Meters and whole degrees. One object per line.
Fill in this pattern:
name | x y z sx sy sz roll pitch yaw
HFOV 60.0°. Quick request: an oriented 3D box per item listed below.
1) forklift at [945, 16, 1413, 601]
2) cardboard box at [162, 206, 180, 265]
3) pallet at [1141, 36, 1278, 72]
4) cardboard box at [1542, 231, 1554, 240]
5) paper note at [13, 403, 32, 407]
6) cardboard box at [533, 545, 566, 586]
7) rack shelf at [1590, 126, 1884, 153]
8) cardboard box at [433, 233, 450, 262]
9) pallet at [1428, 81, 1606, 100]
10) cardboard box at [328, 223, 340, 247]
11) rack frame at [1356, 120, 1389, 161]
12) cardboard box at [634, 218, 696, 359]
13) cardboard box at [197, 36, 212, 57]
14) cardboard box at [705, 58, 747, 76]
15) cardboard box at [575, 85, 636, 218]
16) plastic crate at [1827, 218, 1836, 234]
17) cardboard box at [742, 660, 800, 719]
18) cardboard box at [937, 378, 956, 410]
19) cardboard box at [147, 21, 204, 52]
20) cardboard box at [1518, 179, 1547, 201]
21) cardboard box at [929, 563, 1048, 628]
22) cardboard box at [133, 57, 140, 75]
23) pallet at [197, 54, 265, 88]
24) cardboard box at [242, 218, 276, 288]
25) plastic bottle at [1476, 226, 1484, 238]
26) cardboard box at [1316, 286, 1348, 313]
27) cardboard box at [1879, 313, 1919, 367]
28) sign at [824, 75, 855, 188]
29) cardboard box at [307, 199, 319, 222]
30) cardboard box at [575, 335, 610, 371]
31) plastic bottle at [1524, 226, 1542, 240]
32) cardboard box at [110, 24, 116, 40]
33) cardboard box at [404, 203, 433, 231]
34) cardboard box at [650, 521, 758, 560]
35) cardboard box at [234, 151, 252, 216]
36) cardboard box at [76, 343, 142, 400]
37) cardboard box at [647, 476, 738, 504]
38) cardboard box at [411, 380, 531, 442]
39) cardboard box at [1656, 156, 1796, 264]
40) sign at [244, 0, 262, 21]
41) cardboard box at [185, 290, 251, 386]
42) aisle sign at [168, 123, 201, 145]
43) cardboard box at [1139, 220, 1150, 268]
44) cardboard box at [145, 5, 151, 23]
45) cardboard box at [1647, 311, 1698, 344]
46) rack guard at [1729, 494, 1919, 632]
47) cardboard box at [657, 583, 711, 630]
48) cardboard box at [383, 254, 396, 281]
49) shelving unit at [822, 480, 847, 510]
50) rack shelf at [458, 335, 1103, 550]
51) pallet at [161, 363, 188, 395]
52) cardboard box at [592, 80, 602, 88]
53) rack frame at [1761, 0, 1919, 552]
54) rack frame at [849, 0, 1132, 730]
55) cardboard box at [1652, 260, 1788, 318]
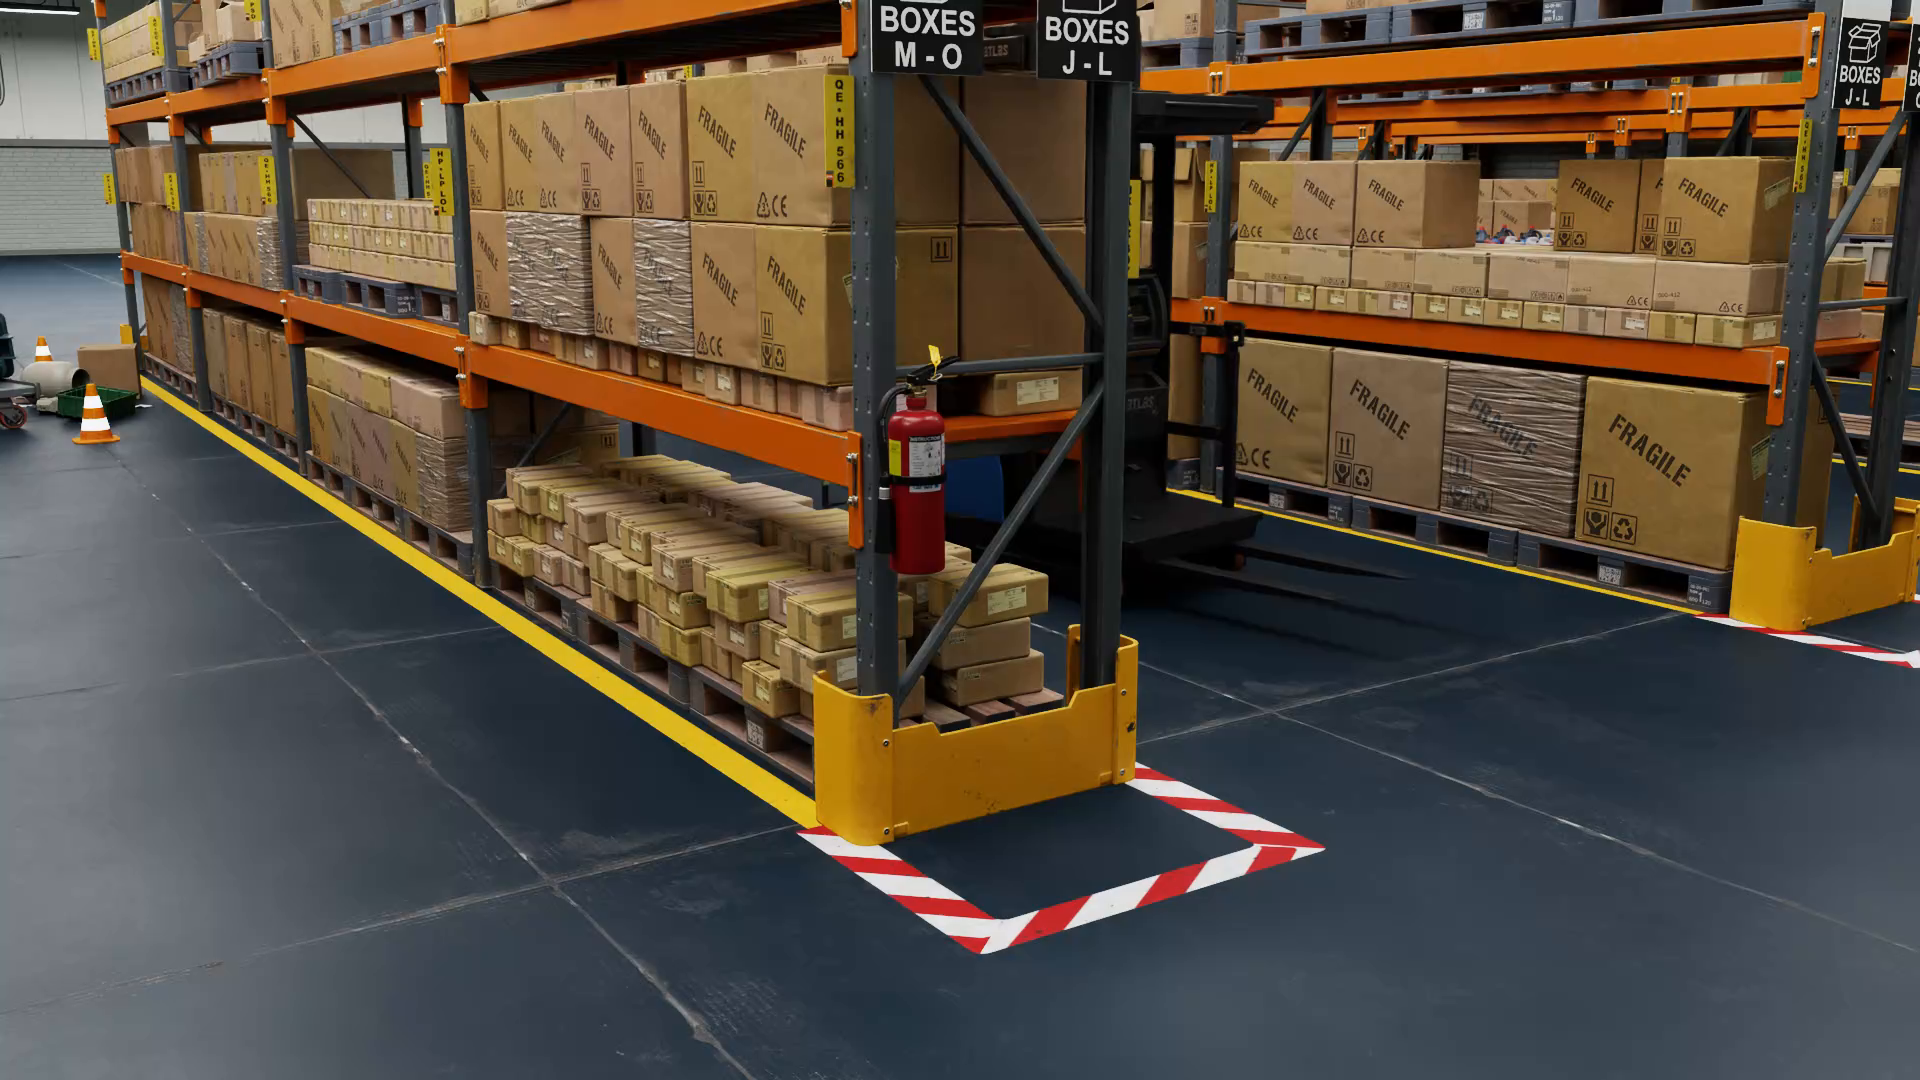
forklift | 0.905 -1.224 8.598 1.130 2.935 3.031 -11 17 -42
cardboard box | -7.072 -2.927 15.873 0.875 0.550 0.550 -8 15 -33
pallet | 1.534 -3.370 11.675 0.805 0.209 1.217 -9 15 -35
cardboard box | 7.388 -3.728 20.477 0.380 0.149 0.250 -8 15 -33
paper note | -8.810 -1.265 15.592 0.172 0.023 0.155 -3 13 -13
cardboard box | -1.839 0.104 8.053 0.380 0.149 0.250 -8 15 -33
rack shelf | 11.130 -5.780 23.936 1.077 0.370 4.000 -8 15 -33
cardboard box | -2.634 -1.593 9.035 0.380 0.149 0.250 -8 15 -32
pallet | 5.060 -4.129 15.142 1.003 0.211 1.213 -8 15 -33
cardboard box | -3.915 -2.006 10.921 0.380 0.149 0.250 -9 15 -35
rack frame | 3.990 -3.138 17.190 1.000 3.000 0.127 -8 15 -33
cardboard box | -0.919 -0.985 6.414 0.500 0.500 0.500 -8 15 -33
cardboard box | -5.974 -4.011 13.531 0.380 0.149 0.250 -8 15 -33
cardboard box | -2.171 -4.889 16.950 0.797 0.503 0.637 -9 15 -36
cardboard box | -1.218 -1.570 6.748 0.500 0.500 0.500 -9 15 -35
plastic crate | 6.492 -2.299 13.062 0.402 0.464 0.583 -8 15 -33
cardboard box | -0.578 0.525 6.130 0.380 0.149 0.250 -8 14 -31
cardboard box | 0.032 -0.574 6.053 0.380 0.149 0.250 -7 14 -31
cardboard box | -7.021 -4.543 15.030 0.500 0.250 0.500 -8 15 -33
cardboard box | 9.221 -5.461 26.359 0.500 0.500 0.500 -8 15 -33
cardboard box | 0.107 0.204 6.207 0.380 0.149 0.250 -9 15 -35
cardboard box | -7.709 -4.544 15.969 0.380 0.149 0.250 -8 15 -33
pallet | -5.341 -3.663 13.010 1.003 0.211 1.213 -7 14 -30
cardboard box | -5.066 -2.169 12.524 0.500 0.500 0.500 -8 15 -33
plastic bottle | 4.867 -2.765 15.601 0.144 0.351 0.185 -8 15 -33
cardboard box | 2.409 -1.486 10.222 0.380 0.149 0.250 -9 15 -34
cardboard box | 9.820 -2.060 17.082 0.500 0.500 0.500 -8 15 -33
sign | -0.359 -1.218 4.959 0.100 0.325 0.005 -8 15 -33
cardboard box | -4.221 -2.250 11.341 0.380 0.149 0.250 -8 15 -33
cardboard box | -1.447 -0.831 7.229 0.380 0.149 0.250 -7 14 -30
plastic bottle | 5.433 -2.799 15.757 0.144 0.351 0.185 -8 15 -33
cardboard box | -8.411 -5.159 16.917 0.380 0.149 0.250 -8 15 -32
cardboard box | -2.924 -1.833 9.436 0.380 0.149 0.250 -8 15 -33
cardboard box | -1.070 0.036 6.975 0.380 0.149 0.250 -9 15 -35
cardboard box | -5.409 -2.873 13.402 0.700 0.500 0.500 -8 15 -33
cardboard box | -8.249 -1.629 16.134 0.500 0.500 0.500 -5 13 -23
cardboard box | -1.291 -0.202 8.064 0.380 0.149 0.250 -8 14 -31
cardboard box | -2.725 -0.724 9.265 0.500 0.250 0.500 -9 15 -34
cardboard box | 3.811 -1.623 8.162 0.500 0.500 0.500 -8 15 -32
sign | -4.785 -3.675 11.229 0.100 0.325 0.005 -8 15 -33
cardboard box | -6.825 -1.981 15.892 0.875 0.875 0.875 -8 15 -32
aisle sign | -8.540 -4.724 18.356 0.394 0.787 0.004 -8 15 -33
cardboard box | 1.328 -2.029 11.885 0.500 0.500 0.500 -8 14 -31
cardboard box | -7.142 -4.753 15.057 0.380 0.149 0.250 -8 15 -33
cardboard box | 3.683 -1.077 8.352 0.380 0.149 0.250 -8 15 -32
rack guard | 4.313 0.096 8.251 1.175 0.500 0.348 -8 15 -33
cardboard box | -1.003 0.239 6.740 0.380 0.149 0.250 -8 15 -32
cardboard box | -3.211 -1.632 9.910 0.380 0.149 0.250 -7 14 -30
shelving unit | -0.453 -0.813 10.068 0.431 1.500 0.755 -11 17 -42
rack shelf | -0.994 -0.564 7.104 1.077 0.370 4.000 -8 15 -33
pallet | -7.571 -1.694 17.112 1.003 0.211 1.213 -8 15 -33
cardboard box | -4.077 -5.297 19.458 0.380 0.149 0.250 -8 15 -33
rack frame | 4.299 -1.129 8.003 1.000 3.000 0.127 -8 15 -33
rack frame | 0.114 -0.560 5.401 1.000 3.000 0.127 -8 15 -33
cardboard box | 3.810 -1.256 8.238 0.500 0.250 0.500 -8 15 -34
